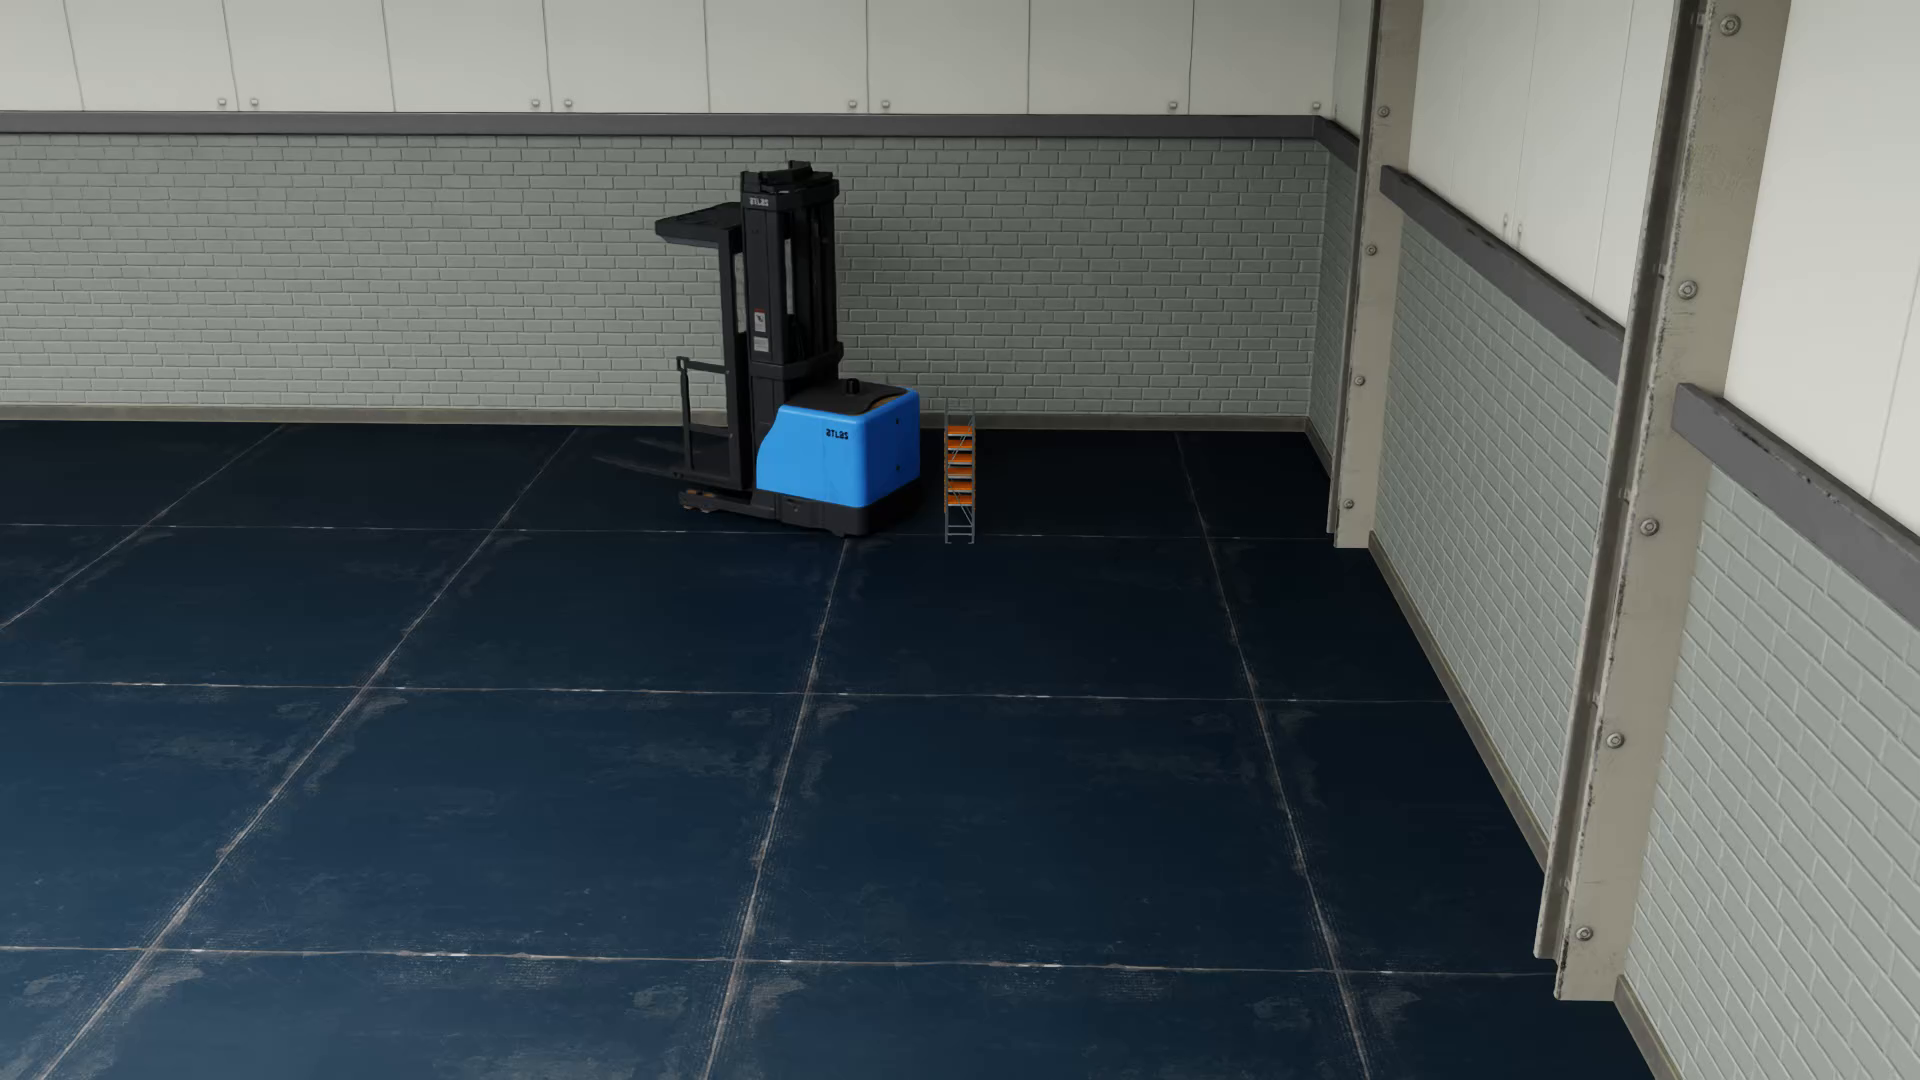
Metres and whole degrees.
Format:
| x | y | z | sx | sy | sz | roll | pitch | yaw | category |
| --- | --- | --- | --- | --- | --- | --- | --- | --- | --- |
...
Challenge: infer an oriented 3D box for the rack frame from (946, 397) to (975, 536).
| x | y | z | sx | sy | sz | roll | pitch | yaw | category |
| --- | --- | --- | --- | --- | --- | --- | --- | --- | --- |
| 0.003 | -0.598 | 13.704 | 0.240 | 1.200 | 0.006 | 1 | 21 | 2 | rack frame |

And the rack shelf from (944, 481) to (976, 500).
| x | y | z | sx | sy | sz | roll | pitch | yaw | category |
| --- | --- | --- | --- | --- | --- | --- | --- | --- | --- |
| 0.000 | -0.411 | 13.678 | 0.258 | 0.103 | 0.180 | 1 | 21 | 2 | rack shelf |

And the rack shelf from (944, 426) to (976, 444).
| x | y | z | sx | sy | sz | roll | pitch | yaw | category |
| --- | --- | --- | --- | --- | --- | --- | --- | --- | --- |
| 0.000 | -0.859 | 13.505 | 0.258 | 0.103 | 0.180 | 1 | 21 | 2 | rack shelf |

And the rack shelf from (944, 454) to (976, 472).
| x | y | z | sx | sy | sz | roll | pitch | yaw | category |
| --- | --- | --- | --- | --- | --- | --- | --- | --- | --- |
| 0.000 | -0.635 | 13.591 | 0.258 | 0.103 | 0.180 | 1 | 21 | 2 | rack shelf |

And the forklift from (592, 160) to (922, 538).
| x | y | z | sx | sy | sz | roll | pitch | yaw | category |
| --- | --- | --- | --- | --- | --- | --- | --- | --- | --- |
| -1.870 | -1.755 | 14.292 | 3.031 | 2.935 | 1.130 | 11 | 24 | 27 | forklift |

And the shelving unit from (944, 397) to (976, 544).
| x | y | z | sx | sy | sz | roll | pitch | yaw | category |
| --- | --- | --- | --- | --- | --- | --- | --- | --- | --- |
| 0.000 | -0.565 | 13.619 | 0.258 | 1.200 | 0.189 | 1 | 21 | 2 | shelving unit |

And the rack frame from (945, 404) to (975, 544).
| x | y | z | sx | sy | sz | roll | pitch | yaw | category |
| --- | --- | --- | --- | --- | --- | --- | --- | --- | --- |
| -0.002 | -0.532 | 13.533 | 0.240 | 1.200 | 0.006 | 1 | 21 | 2 | rack frame |

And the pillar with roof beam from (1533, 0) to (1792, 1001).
| x | y | z | sx | sy | sz | roll | pitch | yaw | category |
| --- | --- | --- | --- | --- | --- | --- | --- | --- | --- |
| -1.247 | -2.081 | 6.745 | 9.100 | 9.000 | 0.400 | 1 | 21 | 2 | pillar with roof beam |

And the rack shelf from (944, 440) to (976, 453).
| x | y | z | sx | sy | sz | roll | pitch | yaw | category |
| --- | --- | --- | --- | --- | --- | --- | --- | --- | --- |
| 0.000 | -0.747 | 13.548 | 0.258 | 0.103 | 0.180 | 1 | 21 | 2 | rack shelf |

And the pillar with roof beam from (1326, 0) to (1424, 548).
| x | y | z | sx | sy | sz | roll | pitch | yaw | category |
| --- | --- | --- | --- | --- | --- | --- | --- | --- | --- |
| -1.064 | -4.250 | 12.336 | 9.100 | 9.000 | 0.400 | 1 | 21 | 2 | pillar with roof beam |

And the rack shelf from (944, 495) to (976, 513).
| x | y | z | sx | sy | sz | roll | pitch | yaw | category |
| --- | --- | --- | --- | --- | --- | --- | --- | --- | --- |
| 0.000 | -0.299 | 13.722 | 0.258 | 0.103 | 0.180 | 1 | 21 | 2 | rack shelf |

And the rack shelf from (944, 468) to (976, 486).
| x | y | z | sx | sy | sz | roll | pitch | yaw | category |
| --- | --- | --- | --- | --- | --- | --- | --- | --- | --- |
| 0.000 | -0.523 | 13.635 | 0.258 | 0.103 | 0.180 | 1 | 21 | 2 | rack shelf |
